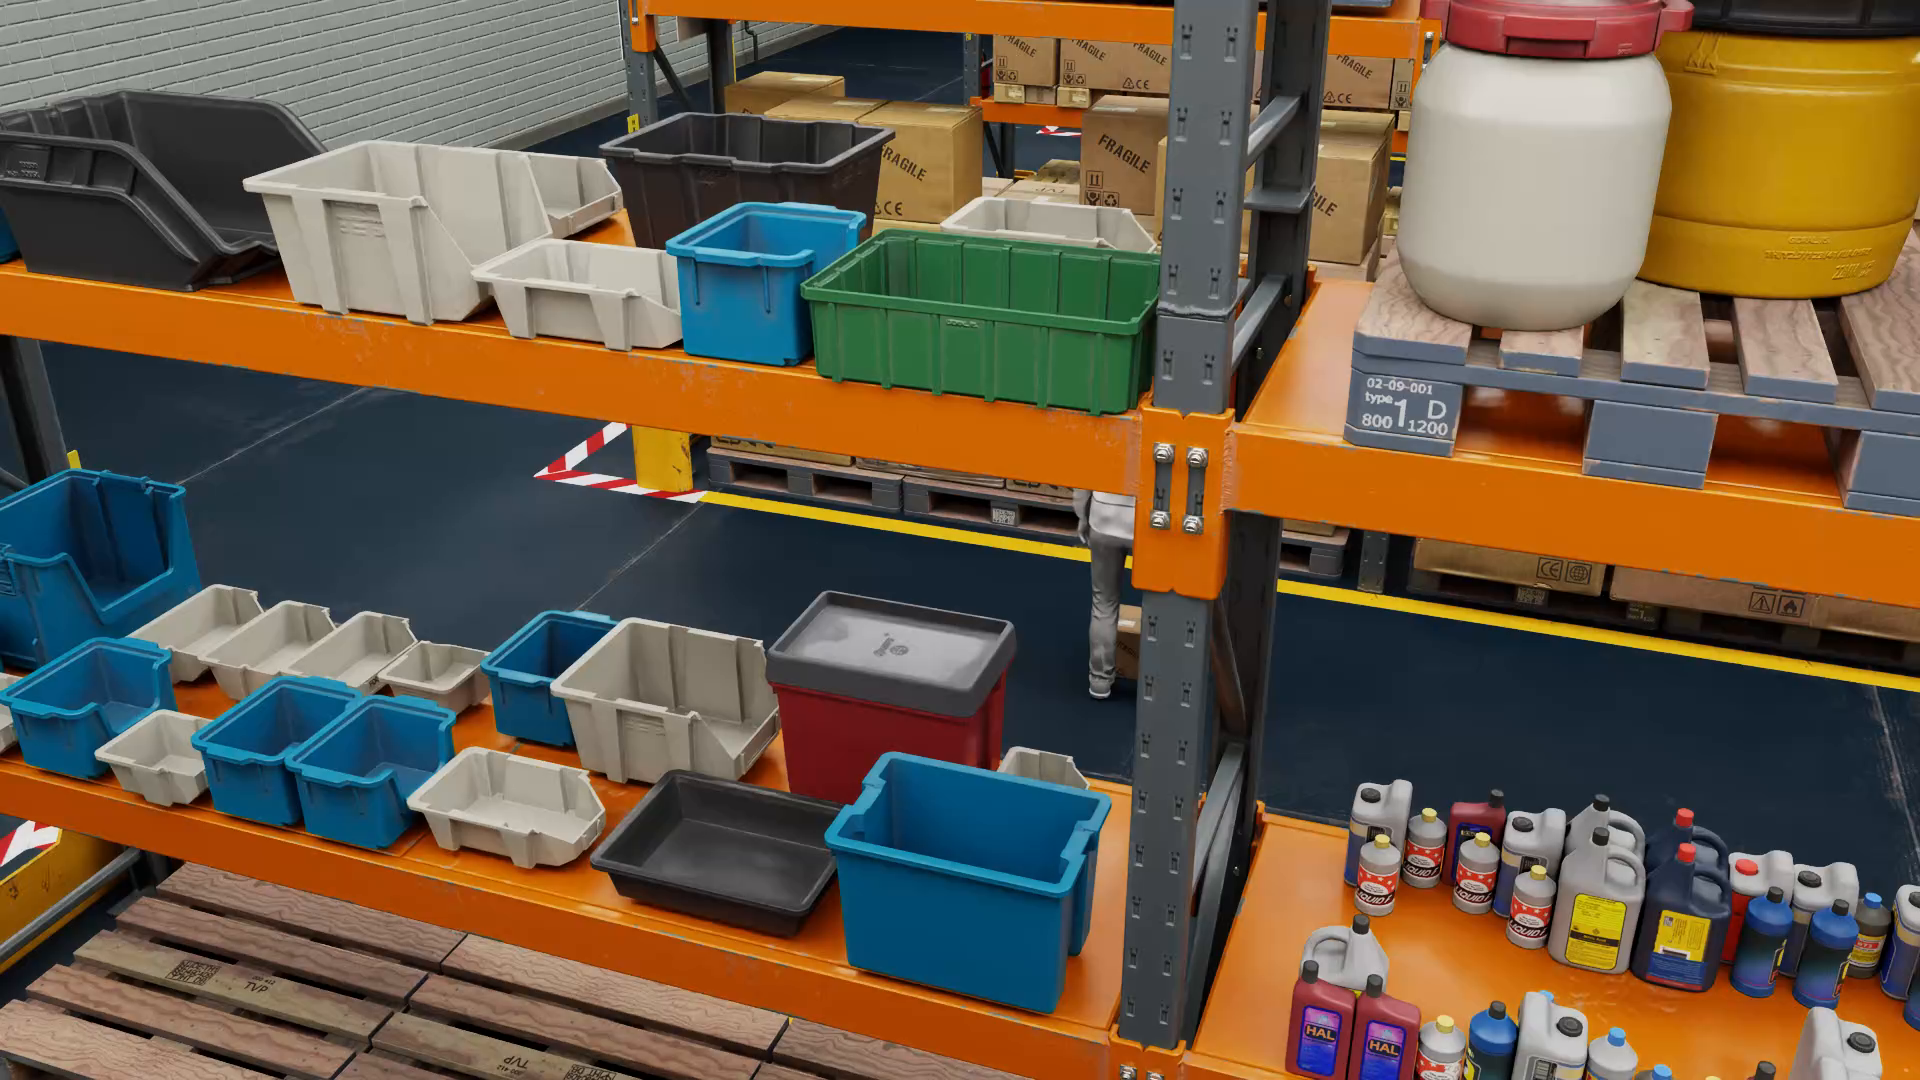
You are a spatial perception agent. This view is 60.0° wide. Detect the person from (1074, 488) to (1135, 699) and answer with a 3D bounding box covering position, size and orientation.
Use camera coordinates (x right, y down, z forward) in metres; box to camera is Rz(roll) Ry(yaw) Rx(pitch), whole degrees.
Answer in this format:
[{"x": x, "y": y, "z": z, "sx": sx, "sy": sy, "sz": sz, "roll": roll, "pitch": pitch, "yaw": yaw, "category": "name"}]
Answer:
[{"x": 0.748, "y": -0.056, "z": 7.224, "sx": 0.528, "sy": 1.663, "sz": 0.372, "roll": 9, "pitch": 27, "yaw": 18, "category": "person"}]
